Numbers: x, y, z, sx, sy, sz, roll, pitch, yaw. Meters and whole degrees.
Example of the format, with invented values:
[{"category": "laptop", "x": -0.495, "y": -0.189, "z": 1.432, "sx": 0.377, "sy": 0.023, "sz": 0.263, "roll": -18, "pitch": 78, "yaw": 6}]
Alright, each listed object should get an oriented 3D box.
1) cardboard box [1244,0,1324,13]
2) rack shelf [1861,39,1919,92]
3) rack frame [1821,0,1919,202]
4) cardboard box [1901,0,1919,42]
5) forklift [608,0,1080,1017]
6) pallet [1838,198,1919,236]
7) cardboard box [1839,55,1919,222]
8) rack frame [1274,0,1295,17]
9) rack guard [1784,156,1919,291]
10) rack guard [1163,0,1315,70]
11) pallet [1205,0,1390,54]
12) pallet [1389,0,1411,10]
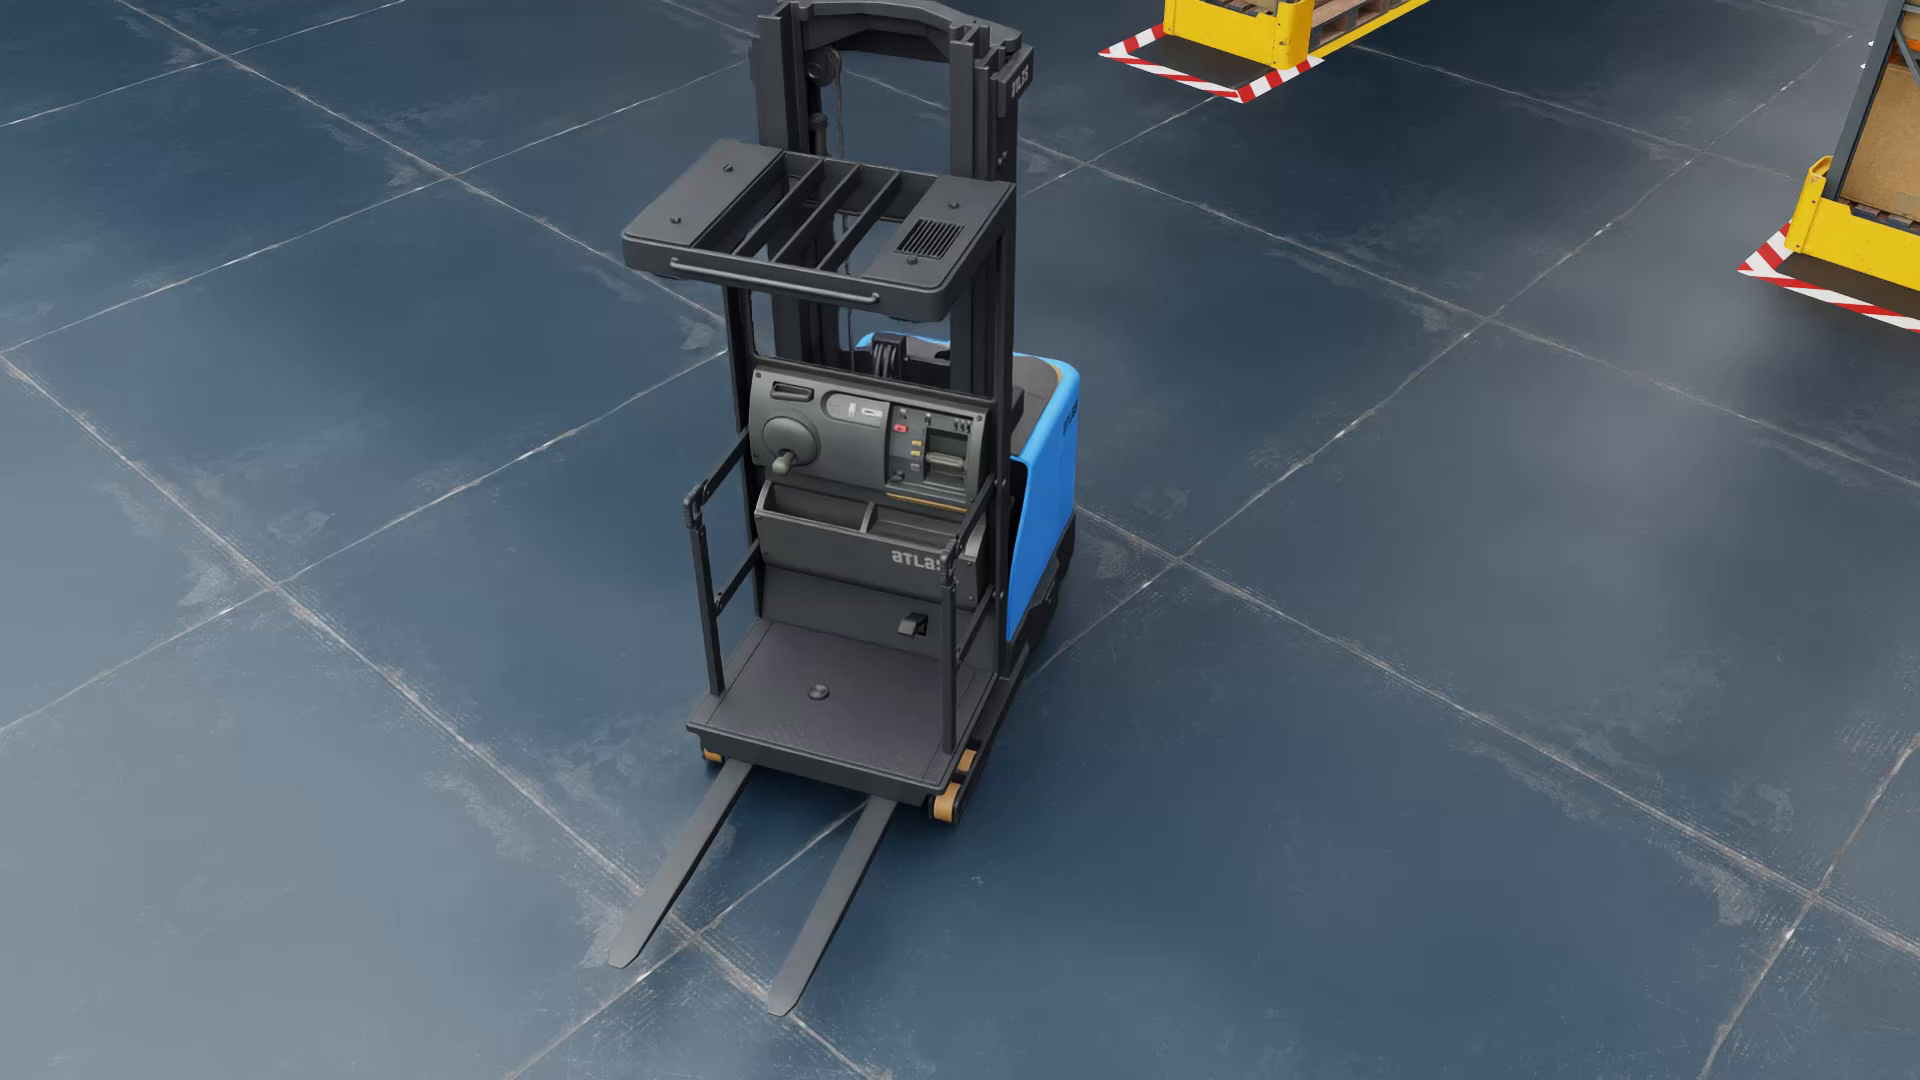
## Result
[{"category": "cardboard box", "x": 2.497, "y": -4.435, "z": 12.872, "sx": 0.500, "sy": 0.500, "sz": 0.500, "roll": -25, "pitch": 45, "yaw": -28}, {"category": "rack shelf", "x": 7.006, "y": -3.478, "z": 10.575, "sx": 1.077, "sy": 0.370, "sz": 4.000, "roll": 30, "pitch": 47, "yaw": 32}, {"category": "rack frame", "x": 5.657, "y": -2.841, "z": 9.196, "sx": 1.000, "sy": 3.000, "sz": 0.127, "roll": 30, "pitch": 47, "yaw": 32}, {"category": "cardboard box", "x": 5.874, "y": -3.089, "z": 9.387, "sx": 0.875, "sy": 0.550, "sz": 0.550, "roll": 30, "pitch": 47, "yaw": 32}, {"category": "forklift", "x": -0.422, "y": -0.313, "z": 6.072, "sx": 1.130, "sy": 2.935, "sz": 3.031, "roll": 12, "pitch": 40, "yaw": 15}, {"category": "pallet", "x": 6.138, "y": -2.149, "z": 10.567, "sx": 1.003, "sy": 0.211, "sz": 1.213, "roll": 30, "pitch": 47, "yaw": 32}, {"category": "cardboard box", "x": 6.065, "y": -2.513, "z": 10.153, "sx": 0.875, "sy": 0.875, "sz": 0.875, "roll": 30, "pitch": 47, "yaw": 32}, {"category": "rack frame", "x": 2.064, "y": -4.970, "z": 11.873, "sx": 1.000, "sy": 3.000, "sz": 0.127, "roll": 30, "pitch": 47, "yaw": 32}, {"category": "rack guard", "x": 5.640, "y": -1.851, "z": 9.960, "sx": 1.175, "sy": 0.500, "sz": 0.348, "roll": 30, "pitch": 47, "yaw": 32}, {"category": "rack guard", "x": 2.115, "y": -4.026, "z": 12.695, "sx": 1.175, "sy": 0.500, "sz": 0.348, "roll": 30, "pitch": 47, "yaw": 32}, {"category": "pallet", "x": 2.689, "y": -4.272, "z": 13.236, "sx": 1.003, "sy": 0.211, "sz": 1.213, "roll": 30, "pitch": 47, "yaw": 32}, {"category": "pallet", "x": 3.512, "y": -4.829, "z": 13.937, "sx": 1.003, "sy": 0.211, "sz": 1.213, "roll": 30, "pitch": 47, "yaw": 32}]
